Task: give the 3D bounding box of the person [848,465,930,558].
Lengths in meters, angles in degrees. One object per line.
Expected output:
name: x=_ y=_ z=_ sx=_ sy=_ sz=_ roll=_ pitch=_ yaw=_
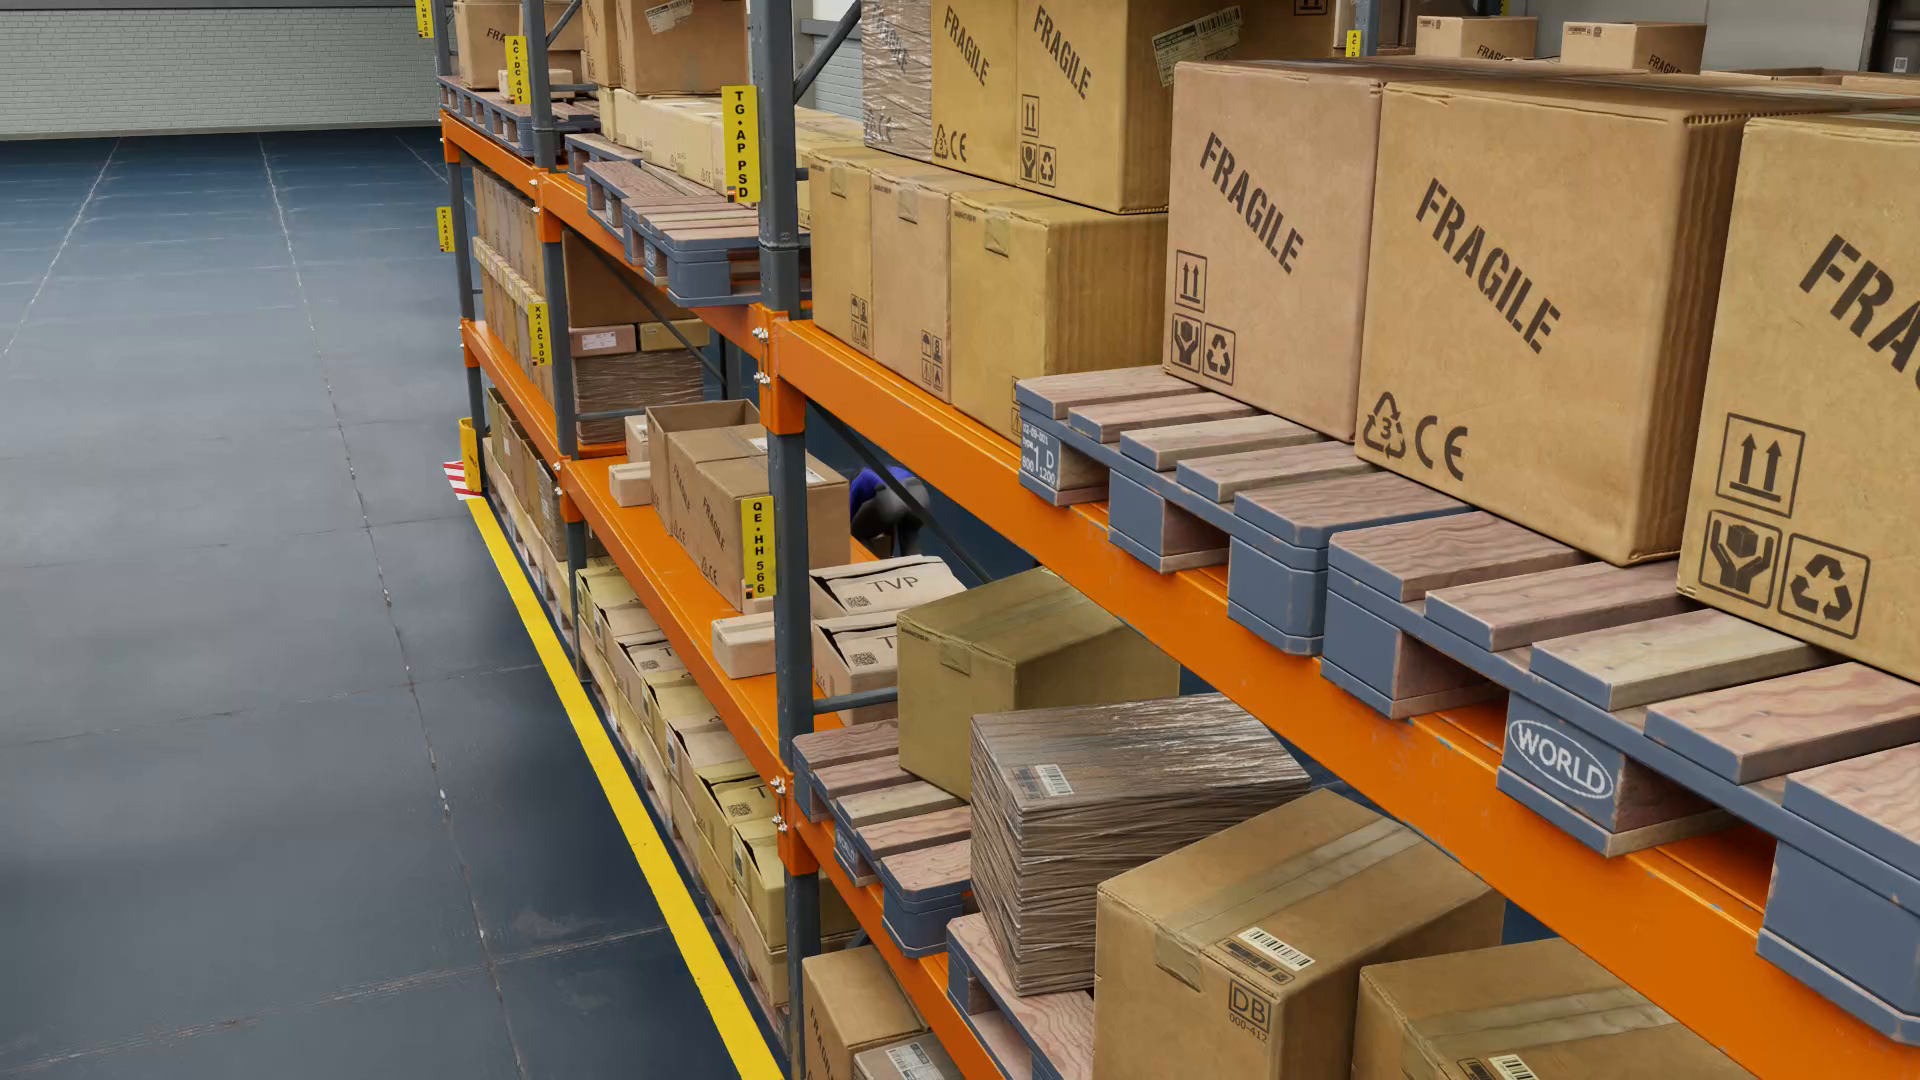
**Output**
person: x=-0.497 y=-0.065 z=10.486 sx=0.465 sy=0.864 sz=0.866 roll=-9 pitch=21 yaw=-25
